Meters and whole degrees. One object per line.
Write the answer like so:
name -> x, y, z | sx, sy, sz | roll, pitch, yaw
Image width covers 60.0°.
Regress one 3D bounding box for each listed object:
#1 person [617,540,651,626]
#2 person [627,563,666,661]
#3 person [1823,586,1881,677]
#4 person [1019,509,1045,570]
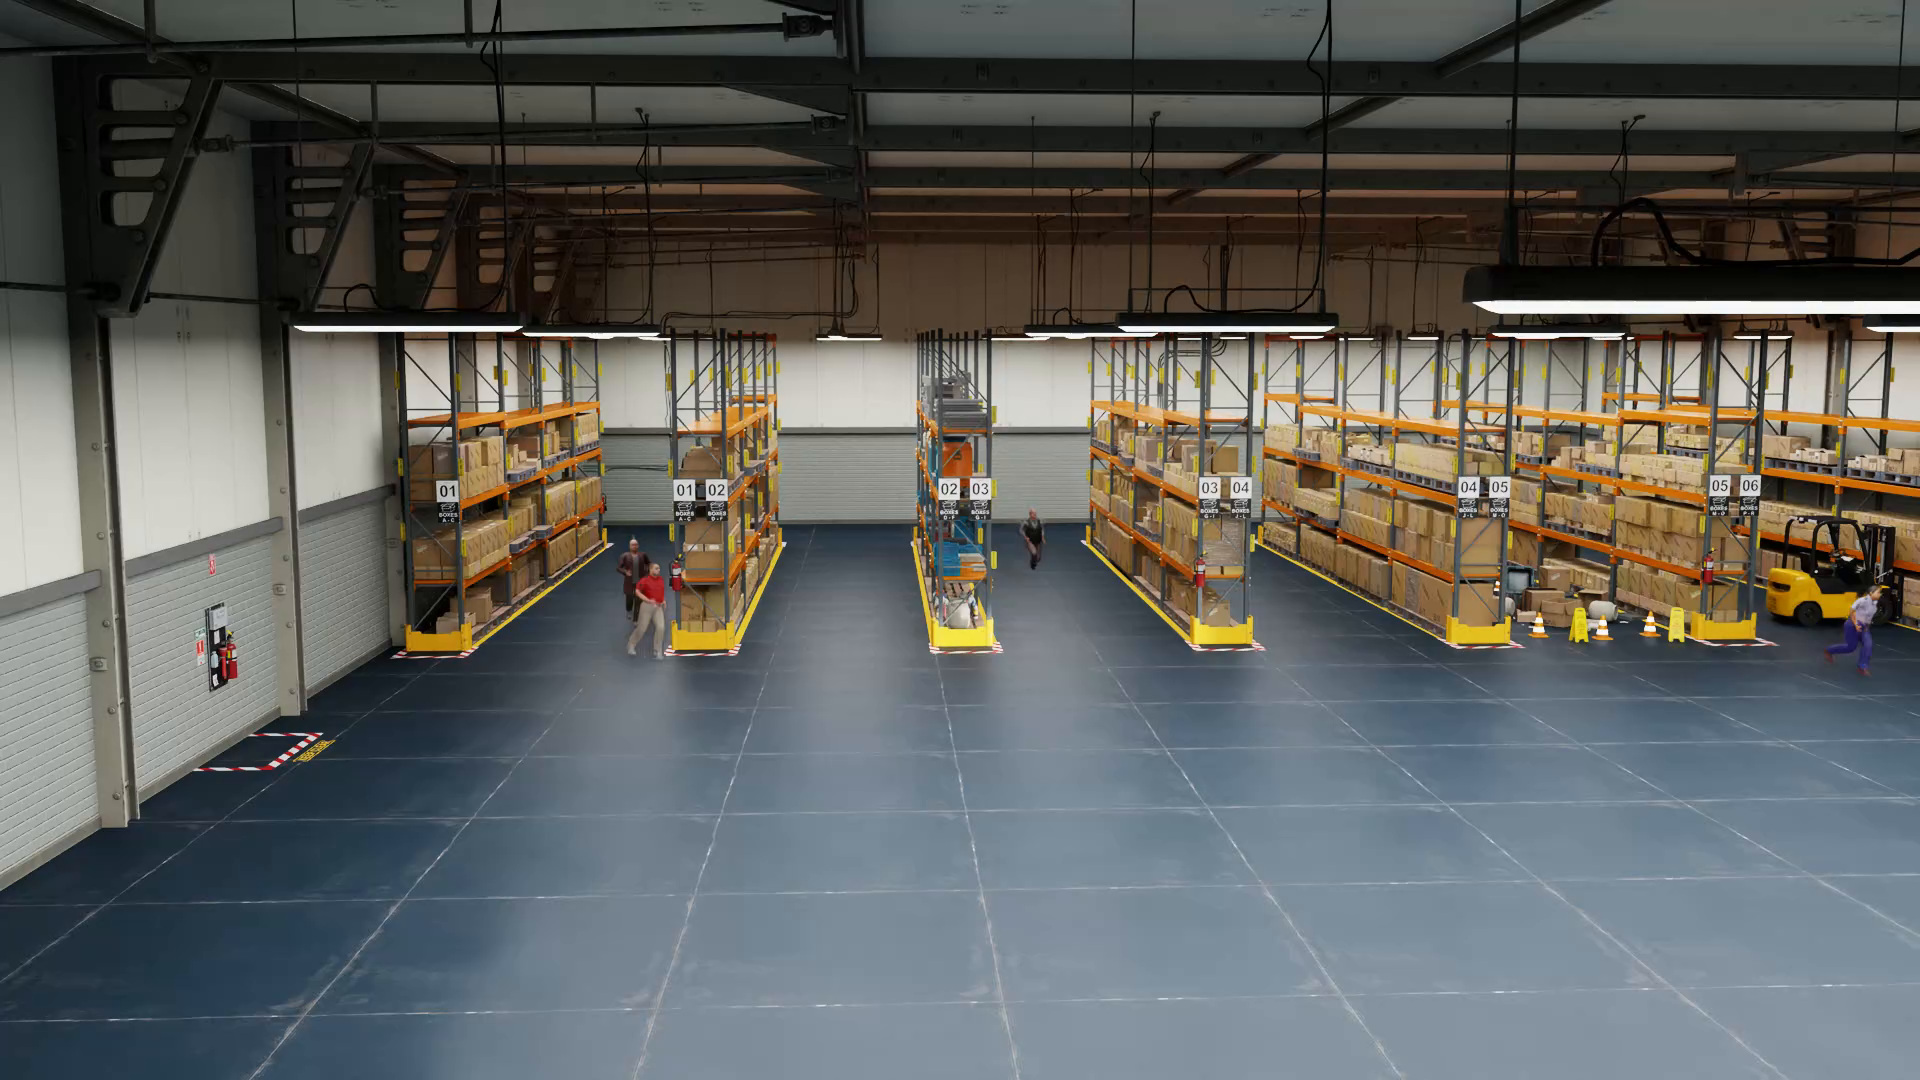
person -> -6.641, 0.858, 33.920 | 0.712, 1.745, 0.835 | -2, 7, -17
person -> -5.641, 1.295, 30.495 | 0.878, 1.750, 0.739 | 7, 9, 45
person -> 15.589, 1.551, 29.047 | 0.615, 1.609, 0.897 | -5, 9, -38
person -> 1.803, 0.011, 40.900 | 0.660, 1.547, 0.758 | -2, 7, -14
